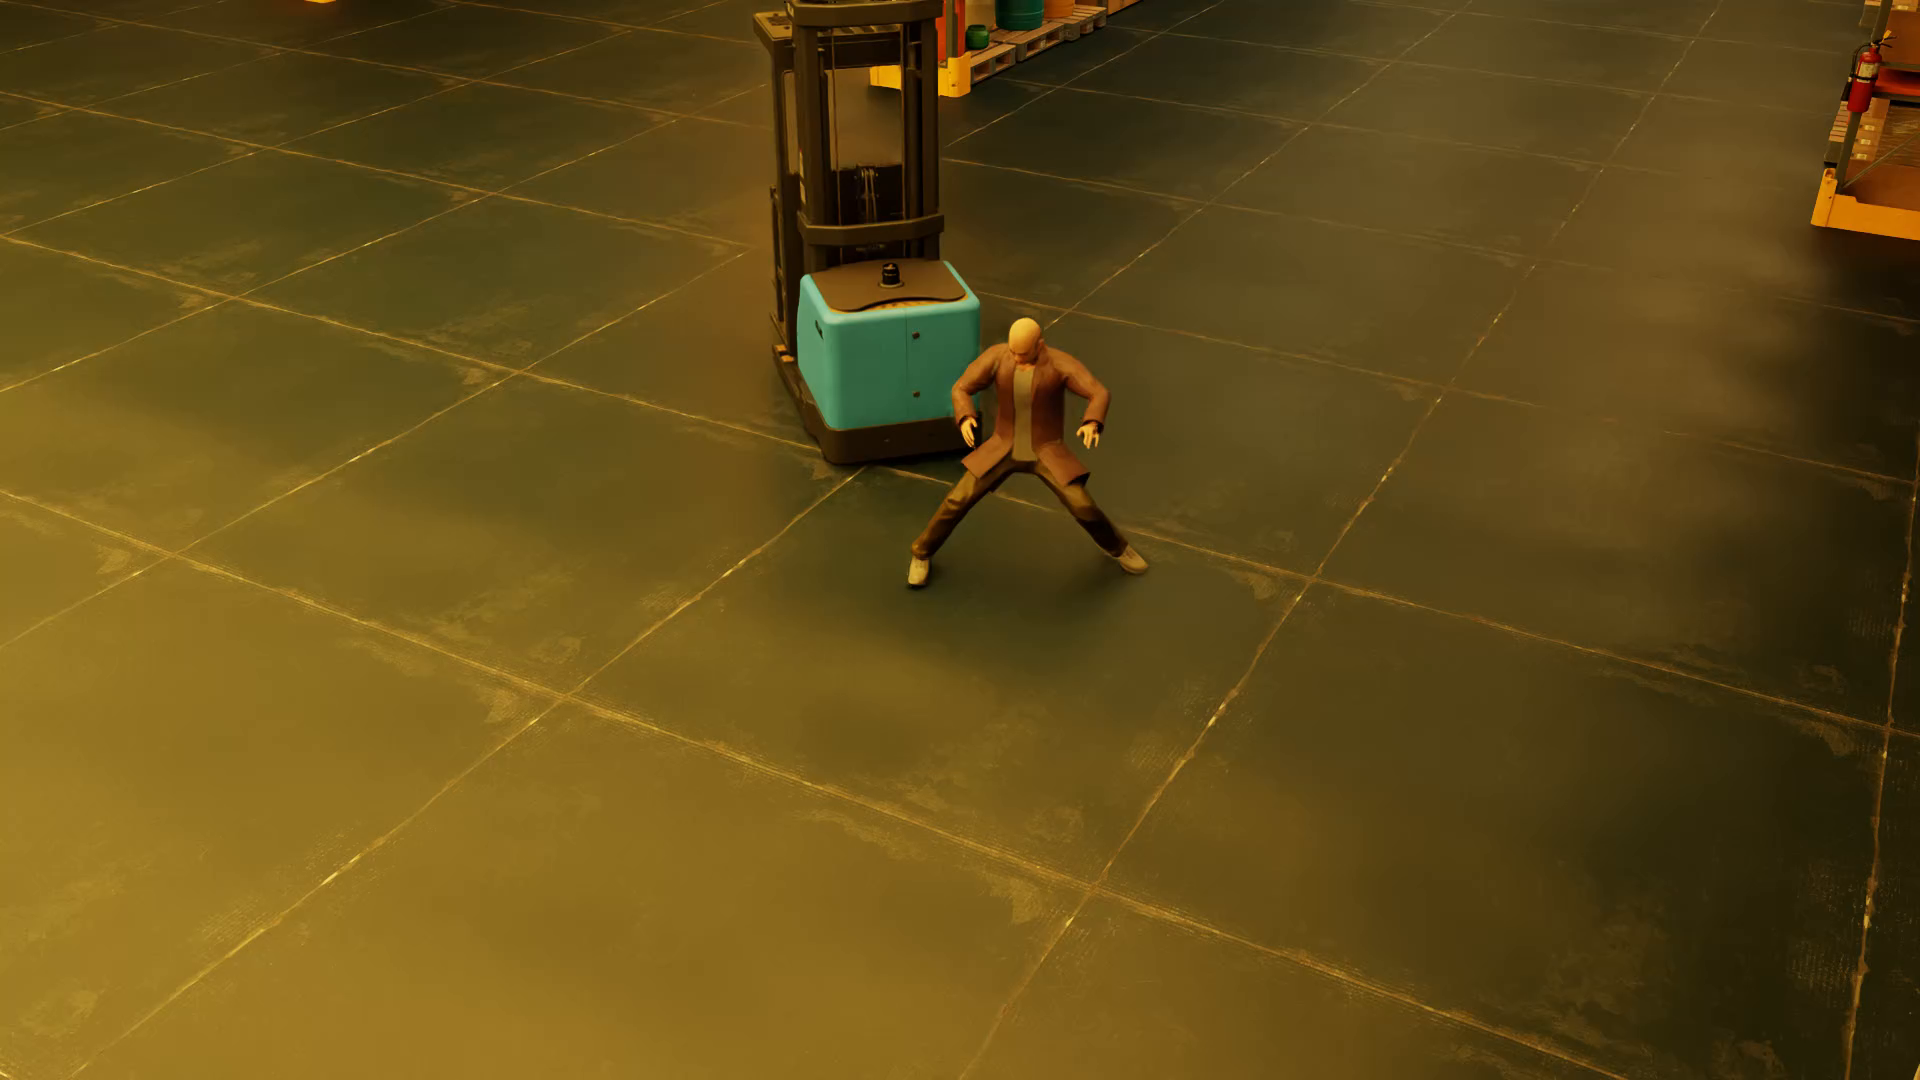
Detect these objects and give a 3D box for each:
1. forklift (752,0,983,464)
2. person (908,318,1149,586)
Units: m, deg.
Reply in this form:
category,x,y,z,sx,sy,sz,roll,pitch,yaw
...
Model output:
category,x,y,z,sx,sy,sz,roll,pitch,yaw
forklift,-0.747,-2.485,11.376,1.130,2.935,3.031,-8,31,-14
person,0.382,-0.465,9.265,1.342,1.540,0.768,11,32,18
